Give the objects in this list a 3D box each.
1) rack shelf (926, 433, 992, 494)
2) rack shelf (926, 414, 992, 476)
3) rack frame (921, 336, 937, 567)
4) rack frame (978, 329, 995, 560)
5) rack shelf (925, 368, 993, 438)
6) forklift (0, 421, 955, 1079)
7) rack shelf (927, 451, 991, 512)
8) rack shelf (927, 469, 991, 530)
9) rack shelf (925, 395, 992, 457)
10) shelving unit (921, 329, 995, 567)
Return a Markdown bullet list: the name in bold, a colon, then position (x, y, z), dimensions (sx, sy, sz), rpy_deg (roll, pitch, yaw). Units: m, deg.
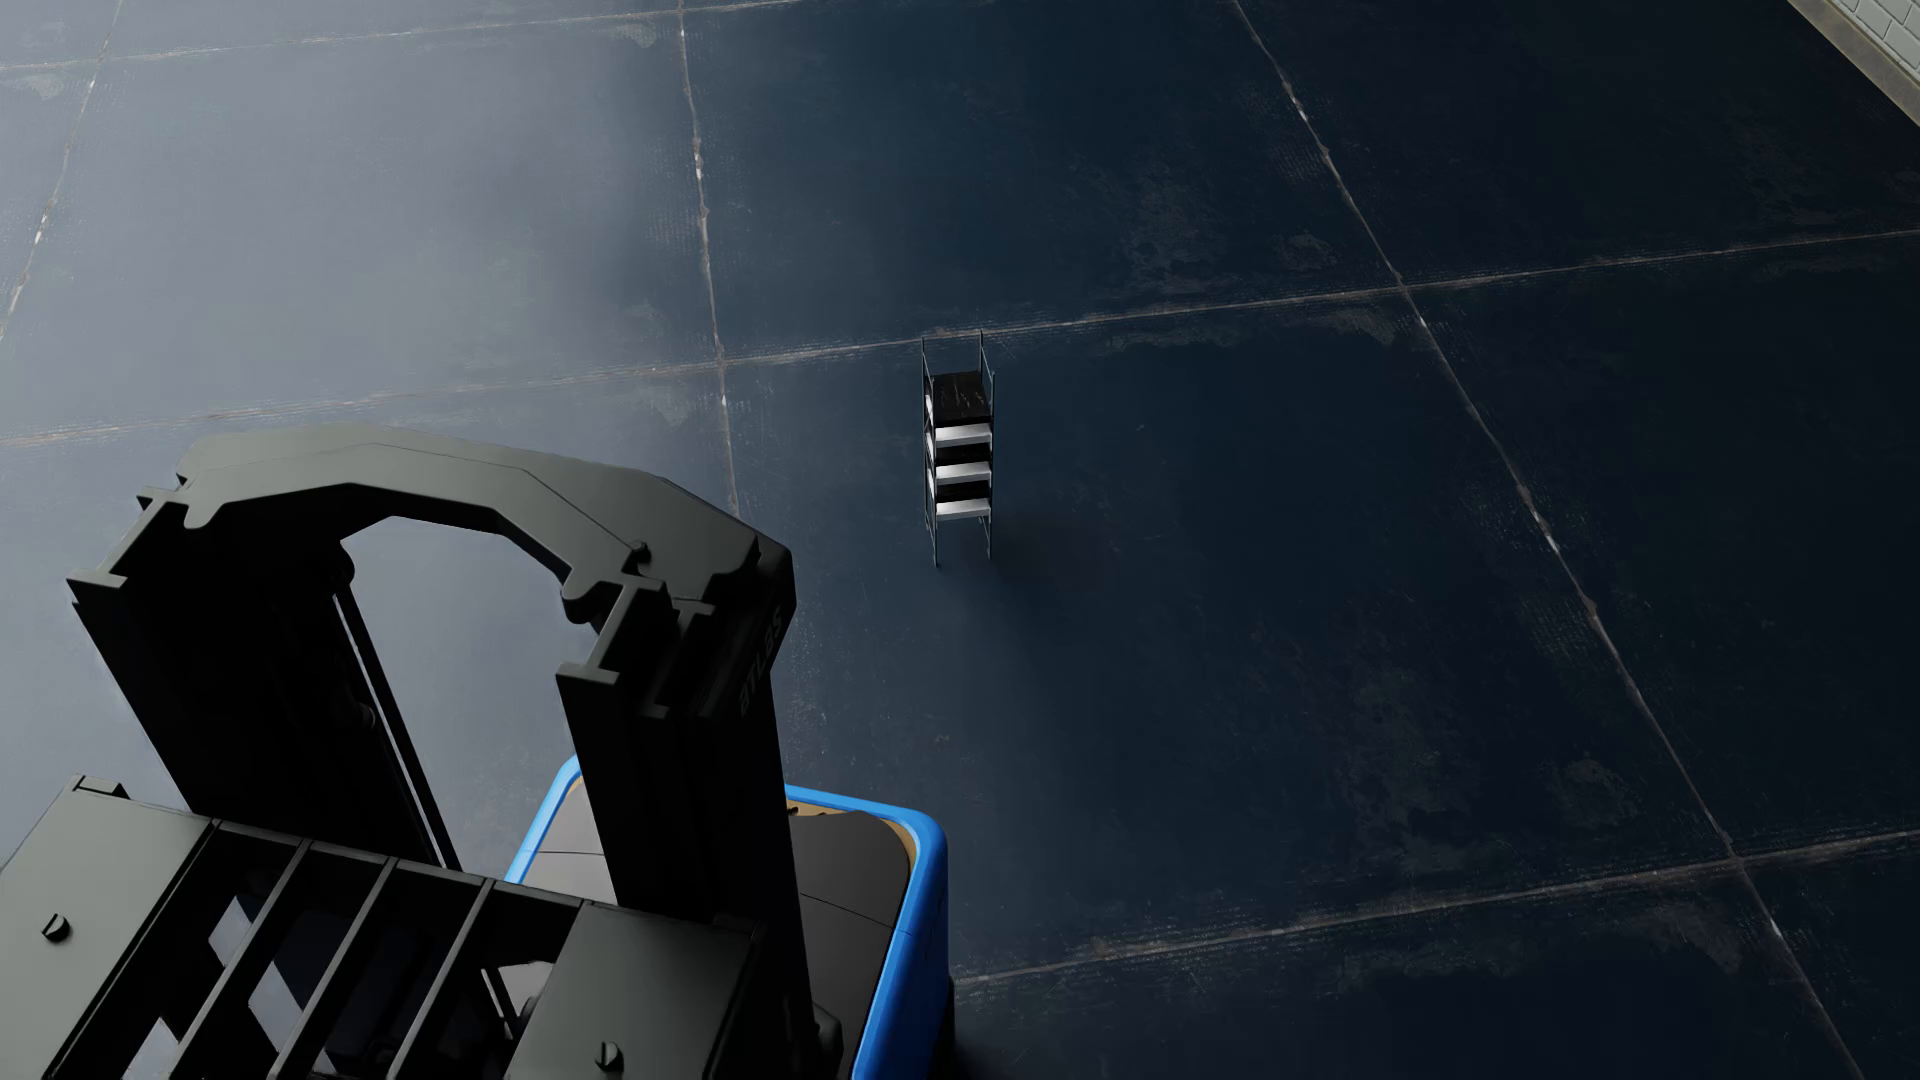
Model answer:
- **rack shelf**: position (-0.008, -0.288, 5.949), dimensions (0.200, 0.077, 0.258), rpy_deg (-7, 46, -7)
- **rack shelf**: position (-0.008, -0.351, 5.884), dimensions (0.200, 0.077, 0.258), rpy_deg (-7, 46, -7)
- **rack frame**: position (-0.108, -0.299, 5.913), dimensions (0.006, 0.900, 0.240), rpy_deg (-7, 46, -7)
- **rack frame**: position (0.092, -0.324, 5.937), dimensions (0.006, 0.900, 0.240), rpy_deg (-7, 46, -7)
- **rack shelf**: position (-0.008, -0.475, 5.755), dimensions (0.200, 0.077, 0.258), rpy_deg (-7, 46, -7)
- **forklift**: position (-0.859, 1.362, 2.902), dimensions (1.130, 2.935, 3.031), rpy_deg (10, 47, 9)
- **rack shelf**: position (-0.008, -0.226, 6.014), dimensions (0.200, 0.077, 0.258), rpy_deg (-7, 46, -7)
- **rack shelf**: position (-0.008, -0.163, 6.079), dimensions (0.200, 0.077, 0.258), rpy_deg (-7, 46, -7)
- **rack shelf**: position (-0.008, -0.413, 5.819), dimensions (0.200, 0.077, 0.258), rpy_deg (-7, 46, -7)
- **shelving unit**: position (-0.008, -0.311, 5.925), dimensions (0.210, 0.900, 0.258), rpy_deg (-7, 46, -7)
